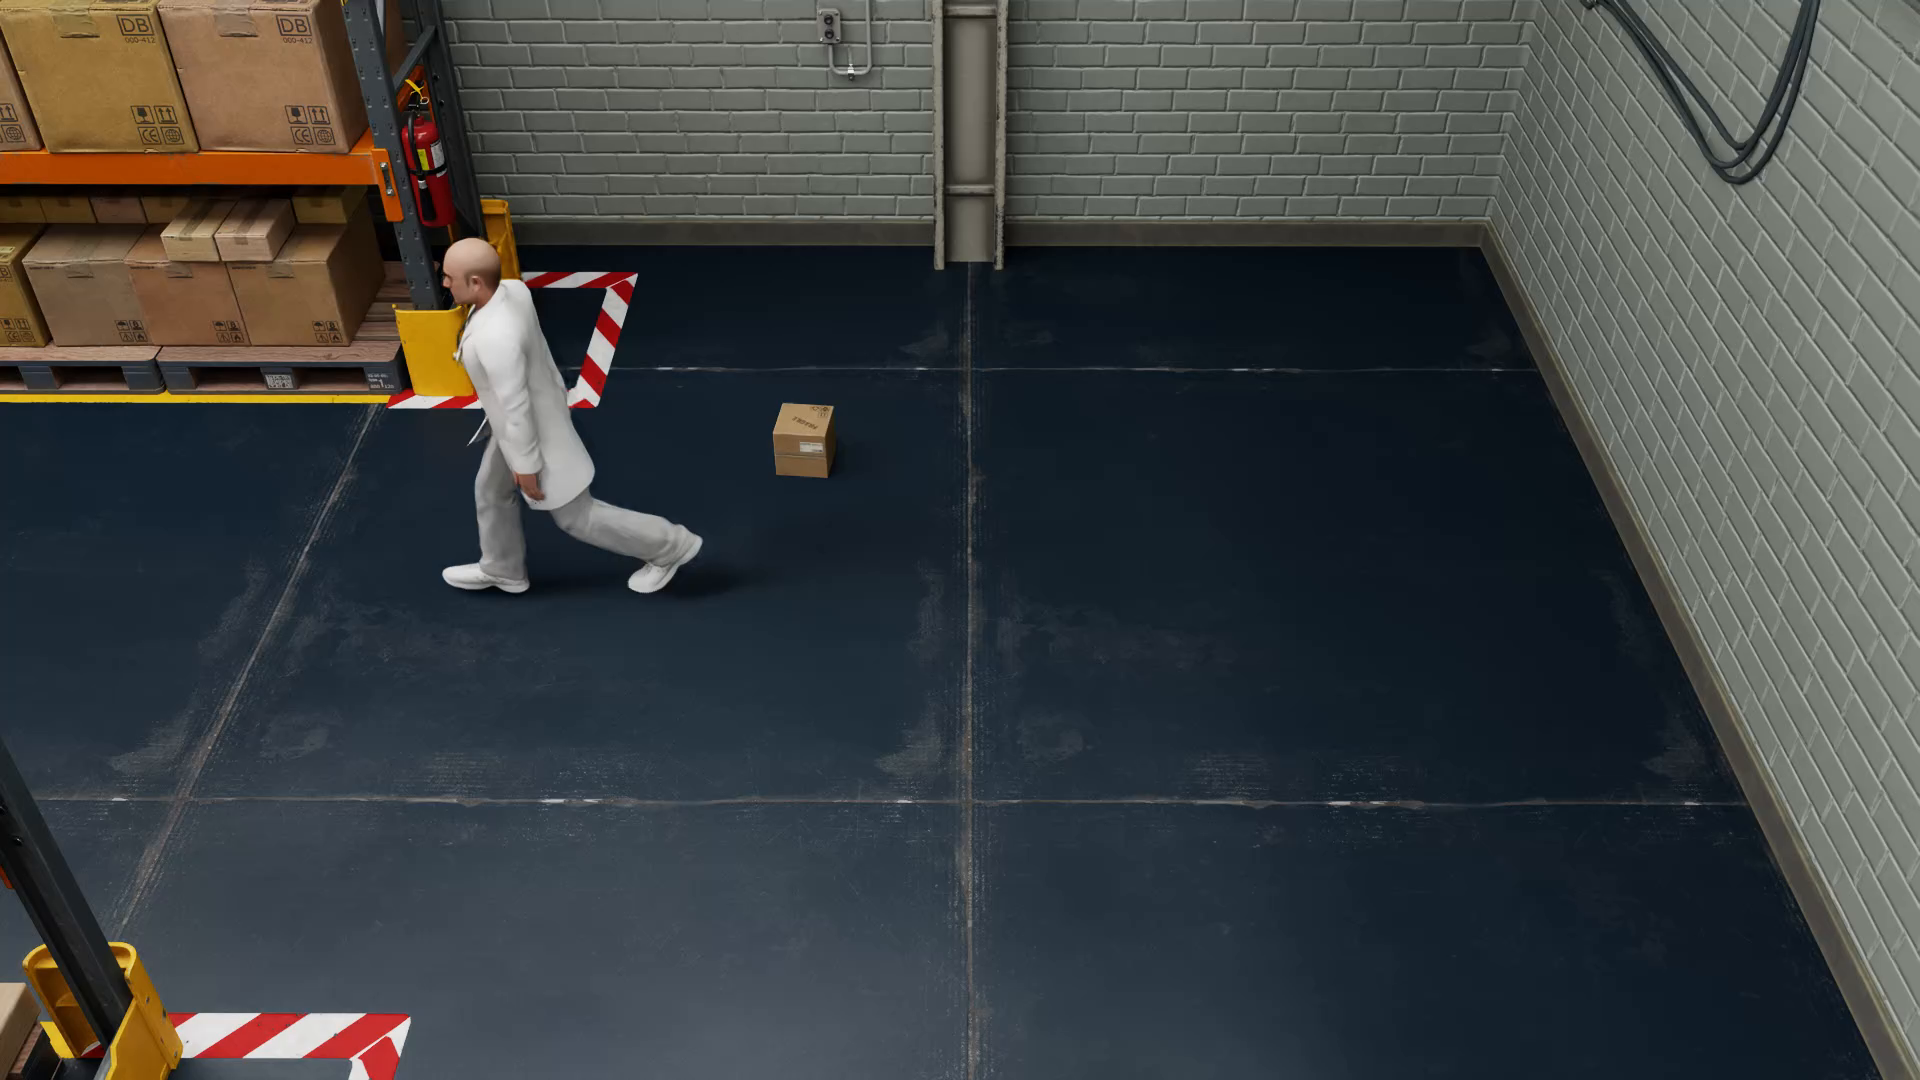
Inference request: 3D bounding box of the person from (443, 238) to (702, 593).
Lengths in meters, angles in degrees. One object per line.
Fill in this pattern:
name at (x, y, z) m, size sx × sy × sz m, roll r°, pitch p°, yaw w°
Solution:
person at (-1.674, -0.445, 6.732) m, size 1.127 × 1.725 × 0.589 m, roll -7°, pitch 40°, yaw -9°
